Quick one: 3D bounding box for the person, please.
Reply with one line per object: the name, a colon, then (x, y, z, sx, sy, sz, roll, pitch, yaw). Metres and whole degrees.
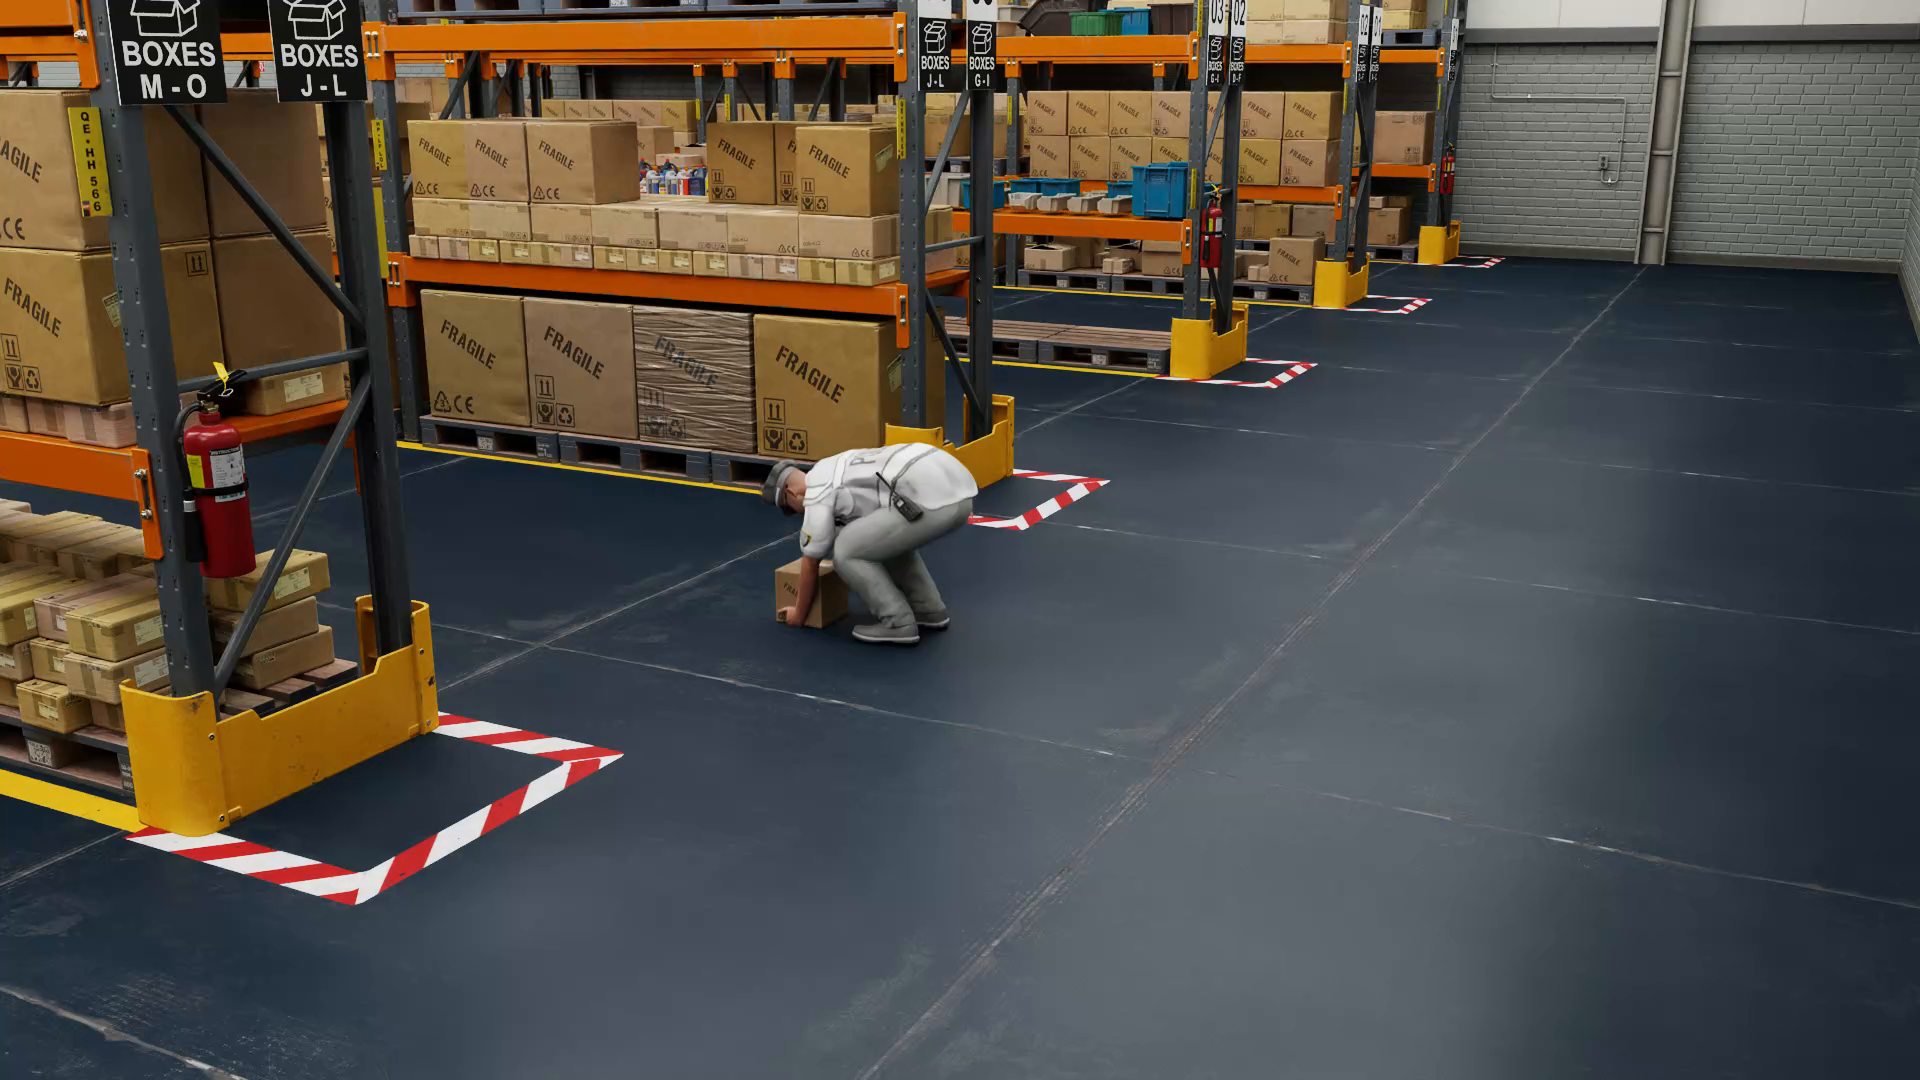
person: (-0.433, -0.007, 7.676, 1.029, 0.902, 0.542, 7, 17, 23)
